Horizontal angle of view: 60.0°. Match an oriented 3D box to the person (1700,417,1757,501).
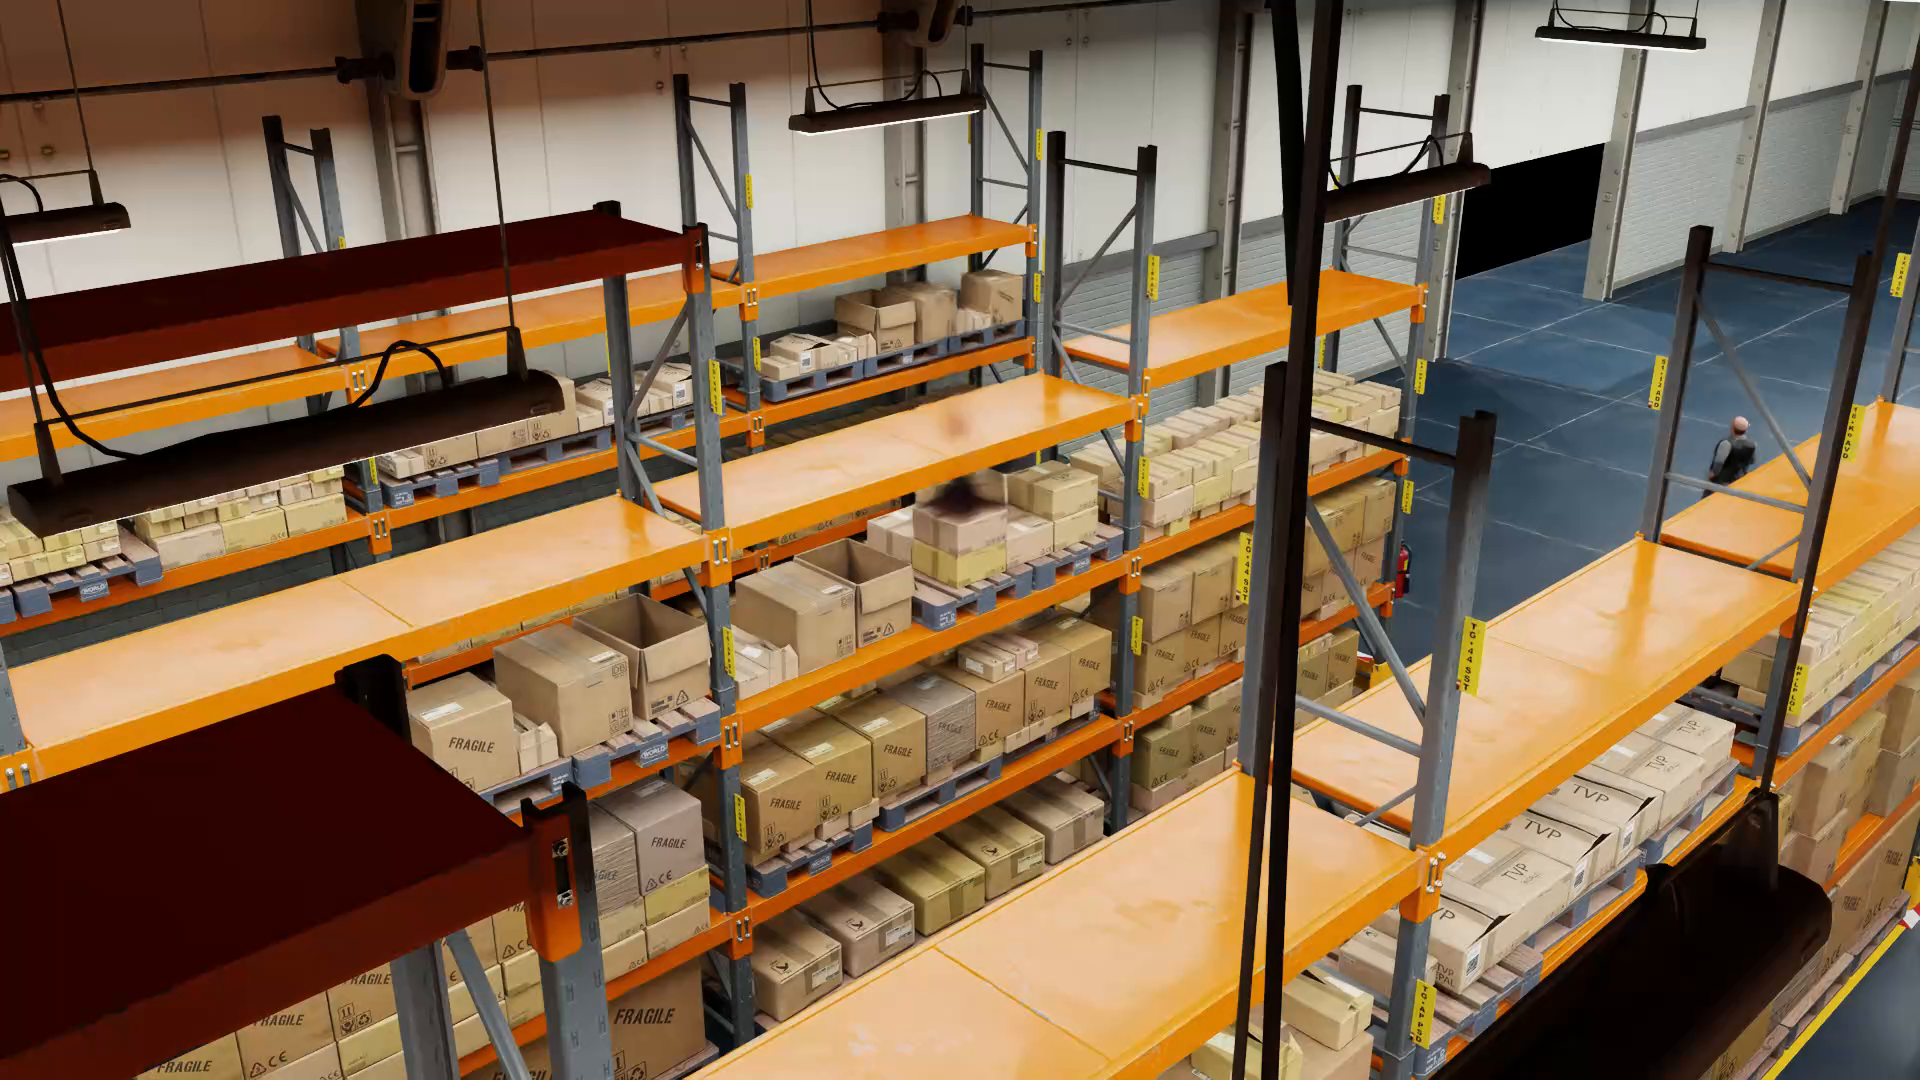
[{"bbox_3d":[9.292,-0.650,20.159,0.641,1.770,0.740,-1,22,-2],"label":"person"}]
